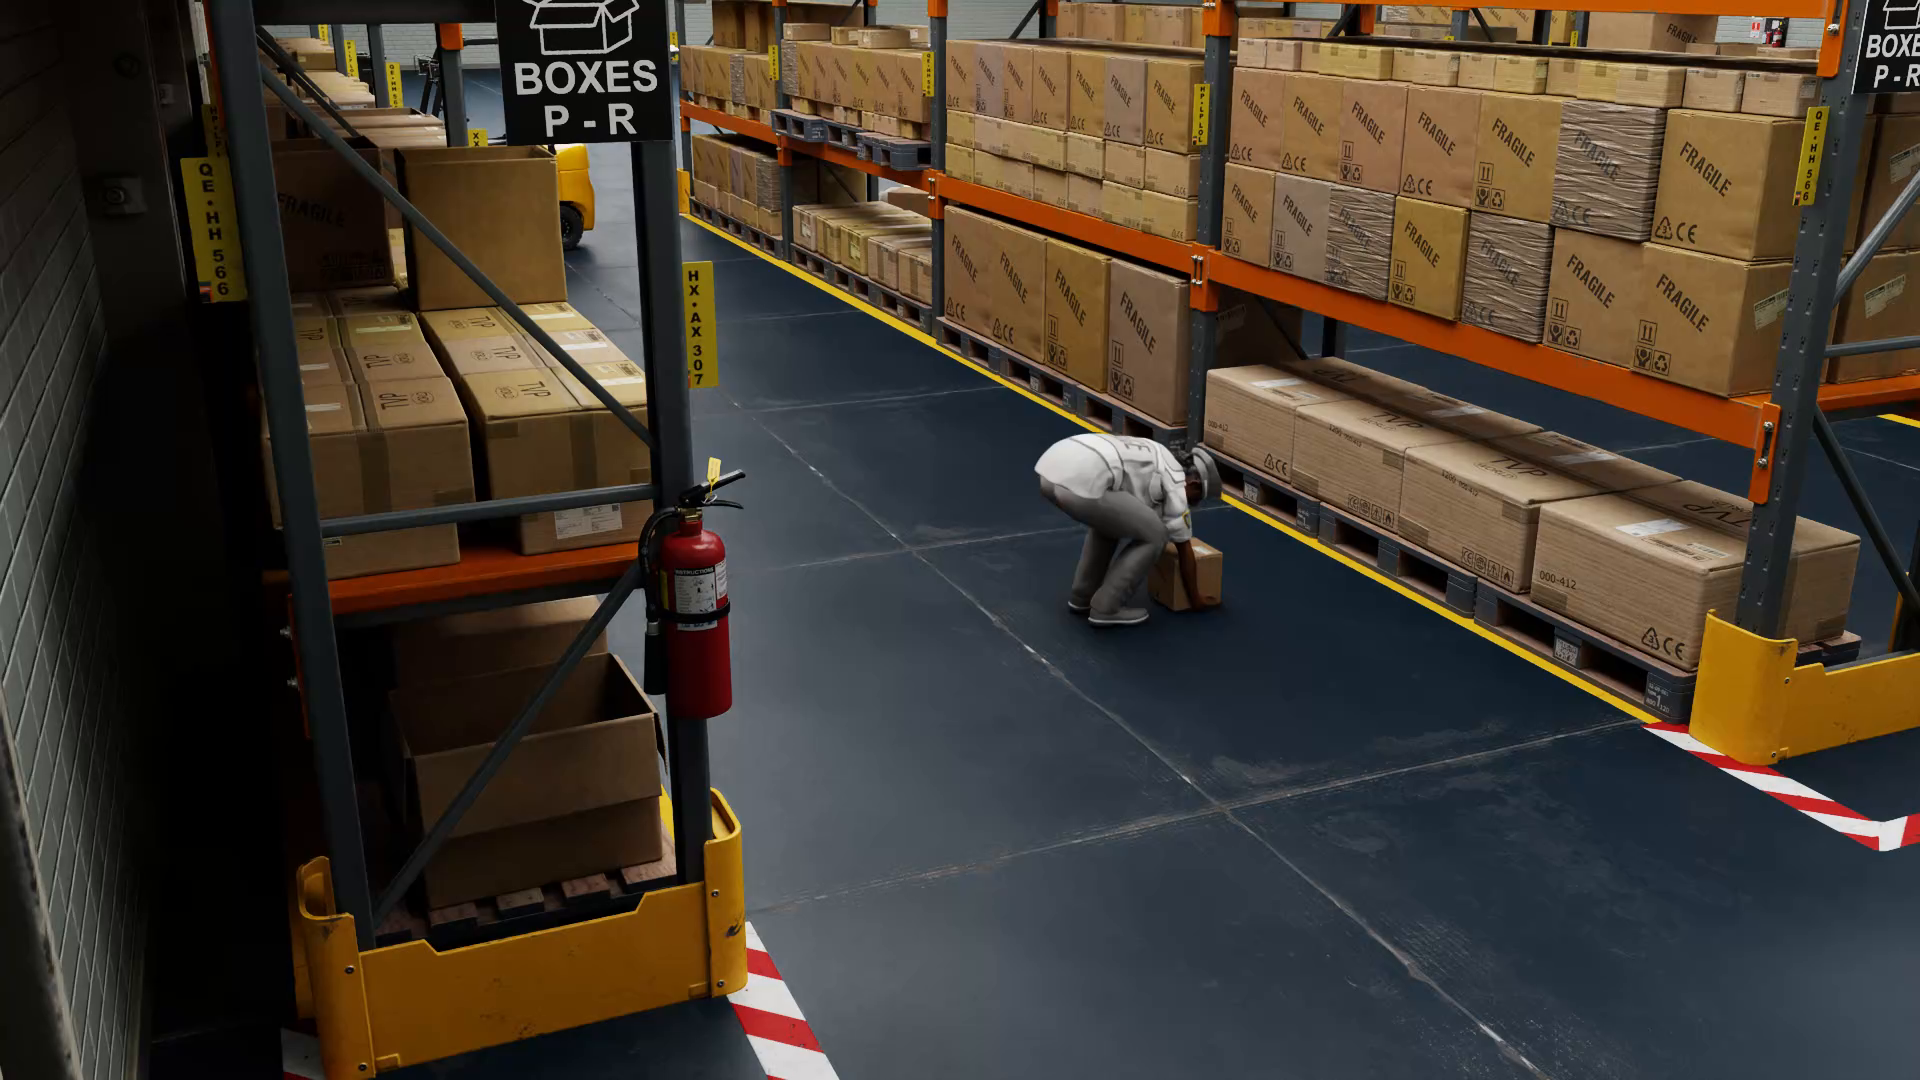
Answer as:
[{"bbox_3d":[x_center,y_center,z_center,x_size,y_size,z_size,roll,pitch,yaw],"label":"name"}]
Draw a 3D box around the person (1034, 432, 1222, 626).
[{"bbox_3d":[0.772,-0.074,7.528,0.909,0.858,0.450,-9,21,-24],"label":"person"}]
